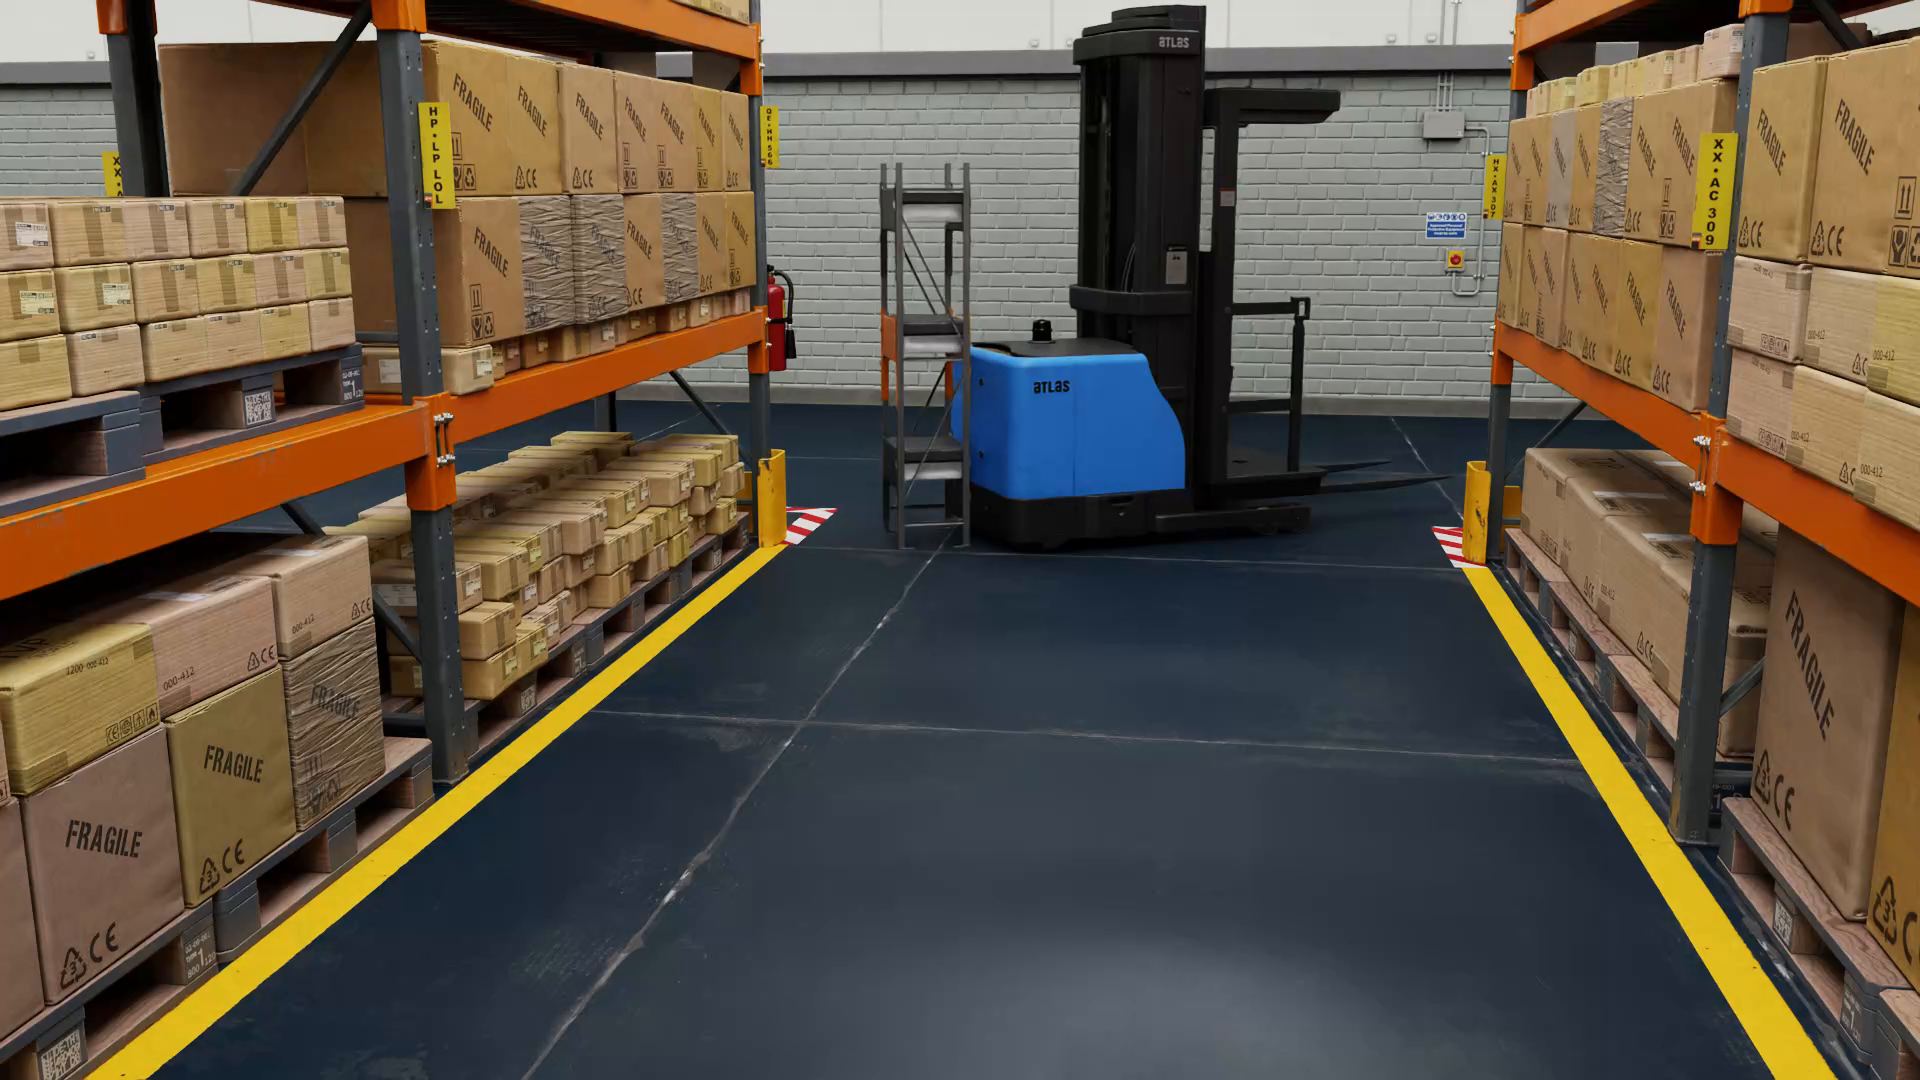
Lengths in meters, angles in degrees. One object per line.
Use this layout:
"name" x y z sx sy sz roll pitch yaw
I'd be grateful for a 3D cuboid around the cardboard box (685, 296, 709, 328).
"cardboard box" -1.466 -1.135 8.238 0.380 0.149 0.250 2 12 10

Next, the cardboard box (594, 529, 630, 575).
"cardboard box" -1.659 0.048 7.217 0.380 0.149 0.250 2 12 8

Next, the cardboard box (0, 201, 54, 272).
"cardboard box" -2.265 -0.672 3.678 0.380 0.149 0.250 1 12 6

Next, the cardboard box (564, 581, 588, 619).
"cardboard box" -1.797 0.243 7.017 0.380 0.149 0.250 1 12 6

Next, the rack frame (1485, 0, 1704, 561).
"rack frame" 3.327 -1.353 8.652 1.000 3.000 0.127 2 12 9

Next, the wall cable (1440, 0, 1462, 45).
"wall cable" 3.924 -5.479 13.556 0.463 3.000 0.029 2 12 9

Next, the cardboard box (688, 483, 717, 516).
"cardboard box" -1.457 -0.222 8.468 0.380 0.149 0.250 1 12 6

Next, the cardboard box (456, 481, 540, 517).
"cardboard box" -2.123 -0.167 7.505 0.380 0.149 0.250 2 12 9

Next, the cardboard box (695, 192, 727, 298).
"cardboard box" -1.479 -1.478 8.287 0.500 0.500 0.500 2 12 8

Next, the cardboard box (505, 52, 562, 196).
"cardboard box" -1.820 -1.537 6.190 0.500 0.500 0.500 2 12 7

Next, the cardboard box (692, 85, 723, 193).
"cardboard box" -1.482 -1.967 8.182 0.500 0.500 0.500 1 12 7

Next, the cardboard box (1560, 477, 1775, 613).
"cardboard box" 3.192 0.026 7.340 0.875 0.438 0.875 2 12 10

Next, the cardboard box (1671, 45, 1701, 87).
"cardboard box" 2.662 -1.606 5.674 0.380 0.149 0.250 2 12 8

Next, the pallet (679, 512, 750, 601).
"pallet" -1.751 0.055 8.739 1.003 0.211 1.213 2 12 9

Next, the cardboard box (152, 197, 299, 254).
"cardboard box" -2.104 -0.887 4.677 0.380 0.149 0.250 2 12 7

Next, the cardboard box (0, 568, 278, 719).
"cardboard box" -2.152 0.260 4.323 0.500 0.250 0.500 2 12 11

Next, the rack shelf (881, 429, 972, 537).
"rack shelf" -0.197 -0.330 9.426 0.431 0.518 0.480 -3 13 -12

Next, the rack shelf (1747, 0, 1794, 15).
"rack shelf" 2.404 -1.219 2.616 1.077 0.370 4.000 2 12 9

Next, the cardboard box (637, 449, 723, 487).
"cardboard box" -1.420 -0.368 8.439 0.380 0.149 0.250 2 12 7

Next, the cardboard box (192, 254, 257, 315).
"cardboard box" -2.141 -0.692 4.478 0.380 0.149 0.250 2 12 11

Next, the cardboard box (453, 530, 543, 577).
"cardboard box" -1.846 0.063 6.438 0.380 0.149 0.250 2 12 8

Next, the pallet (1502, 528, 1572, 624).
"pallet" 3.282 0.179 8.161 1.003 0.211 1.213 2 12 9

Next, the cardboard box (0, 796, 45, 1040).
"cardboard box" -2.301 0.839 3.418 0.500 0.500 0.500 2 12 7

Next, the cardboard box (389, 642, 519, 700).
"cardboard box" -1.821 0.463 5.994 0.380 0.149 0.250 1 12 6

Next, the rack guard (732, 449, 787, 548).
"rack guard" -1.591 -0.255 9.488 1.175 0.500 0.348 2 12 9

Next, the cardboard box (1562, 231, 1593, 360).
"cardboard box" 2.763 -0.995 6.753 0.500 0.500 0.500 2 12 11

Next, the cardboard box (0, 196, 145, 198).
"cardboard box" -2.710 -0.966 5.043 0.380 0.149 0.250 3 12 12

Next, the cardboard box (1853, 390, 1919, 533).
"cardboard box" 2.211 -0.150 3.426 0.500 0.250 0.500 2 12 8

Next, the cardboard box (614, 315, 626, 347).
"cardboard box" -1.678 -0.918 7.231 0.380 0.149 0.250 2 12 11

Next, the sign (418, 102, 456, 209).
"sign" -1.646 -1.208 5.233 0.100 0.325 0.005 2 12 9

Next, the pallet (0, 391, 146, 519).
"pallet" -2.546 -0.147 3.509 1.003 0.211 1.213 2 12 9

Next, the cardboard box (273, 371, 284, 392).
"cardboard box" -2.382 -0.604 5.772 0.380 0.149 0.250 2 12 8

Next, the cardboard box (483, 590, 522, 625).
"cardboard box" -1.872 0.263 6.219 0.380 0.149 0.250 2 12 9

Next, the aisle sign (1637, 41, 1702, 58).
"aisle sign" 3.645 -2.629 8.401 0.394 0.787 0.004 2 12 9

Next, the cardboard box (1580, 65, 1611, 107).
"cardboard box" 2.719 -1.821 6.675 0.380 0.149 0.250 2 12 7

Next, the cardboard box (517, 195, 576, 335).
"cardboard box" -1.800 -1.052 6.312 0.500 0.500 0.500 2 12 9

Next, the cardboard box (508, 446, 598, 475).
"cardboard box" -2.085 -0.387 8.528 0.380 0.149 0.250 2 12 8

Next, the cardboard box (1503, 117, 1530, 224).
"cardboard box" 2.972 -1.800 8.115 0.500 0.500 0.500 2 12 7

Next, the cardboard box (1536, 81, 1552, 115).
"cardboard box" 2.876 -2.036 7.669 0.380 0.149 0.250 2 12 10

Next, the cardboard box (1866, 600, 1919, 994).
"cardboard box" 2.564 0.633 3.483 0.875 0.875 0.875 2 12 10

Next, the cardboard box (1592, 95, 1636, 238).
"cardboard box" 2.667 -1.377 6.151 0.500 0.500 0.500 2 12 9

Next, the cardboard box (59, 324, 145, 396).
"cardboard box" -2.216 -0.437 4.000 0.380 0.149 0.250 1 12 6

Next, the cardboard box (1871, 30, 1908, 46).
"cardboard box" 3.041 -1.486 5.120 0.380 0.149 0.250 2 12 9

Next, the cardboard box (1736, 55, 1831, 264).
"cardboard box" 2.360 -0.976 4.290 0.500 0.500 0.500 2 12 9

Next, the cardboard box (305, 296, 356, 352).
"cardboard box" -2.060 -0.653 5.003 0.380 0.149 0.250 2 12 7

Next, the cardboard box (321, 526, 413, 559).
"cardboard box" -2.366 0.049 6.505 0.380 0.149 0.250 2 12 8

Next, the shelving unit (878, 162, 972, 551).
"shelving unit" -0.196 -1.027 9.275 0.431 2.100 0.503 -3 13 -12

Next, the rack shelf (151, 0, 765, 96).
"rack shelf" -1.887 -2.191 7.126 1.077 0.370 4.000 2 12 9

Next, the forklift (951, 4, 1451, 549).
"forklift" 1.503 -1.557 9.761 3.031 2.935 1.130 -5 13 -21

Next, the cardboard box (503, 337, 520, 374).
"cardboard box" -1.872 -0.699 6.212 0.380 0.149 0.250 1 12 6

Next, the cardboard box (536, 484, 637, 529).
"cardboard box" -1.671 -0.152 7.435 0.380 0.149 0.250 2 12 9

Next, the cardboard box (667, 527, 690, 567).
"cardboard box" -1.522 0.028 8.012 0.380 0.149 0.250 1 12 6

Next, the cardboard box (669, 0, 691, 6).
"cardboard box" -1.549 -2.573 7.548 0.500 0.250 0.500 2 12 11
